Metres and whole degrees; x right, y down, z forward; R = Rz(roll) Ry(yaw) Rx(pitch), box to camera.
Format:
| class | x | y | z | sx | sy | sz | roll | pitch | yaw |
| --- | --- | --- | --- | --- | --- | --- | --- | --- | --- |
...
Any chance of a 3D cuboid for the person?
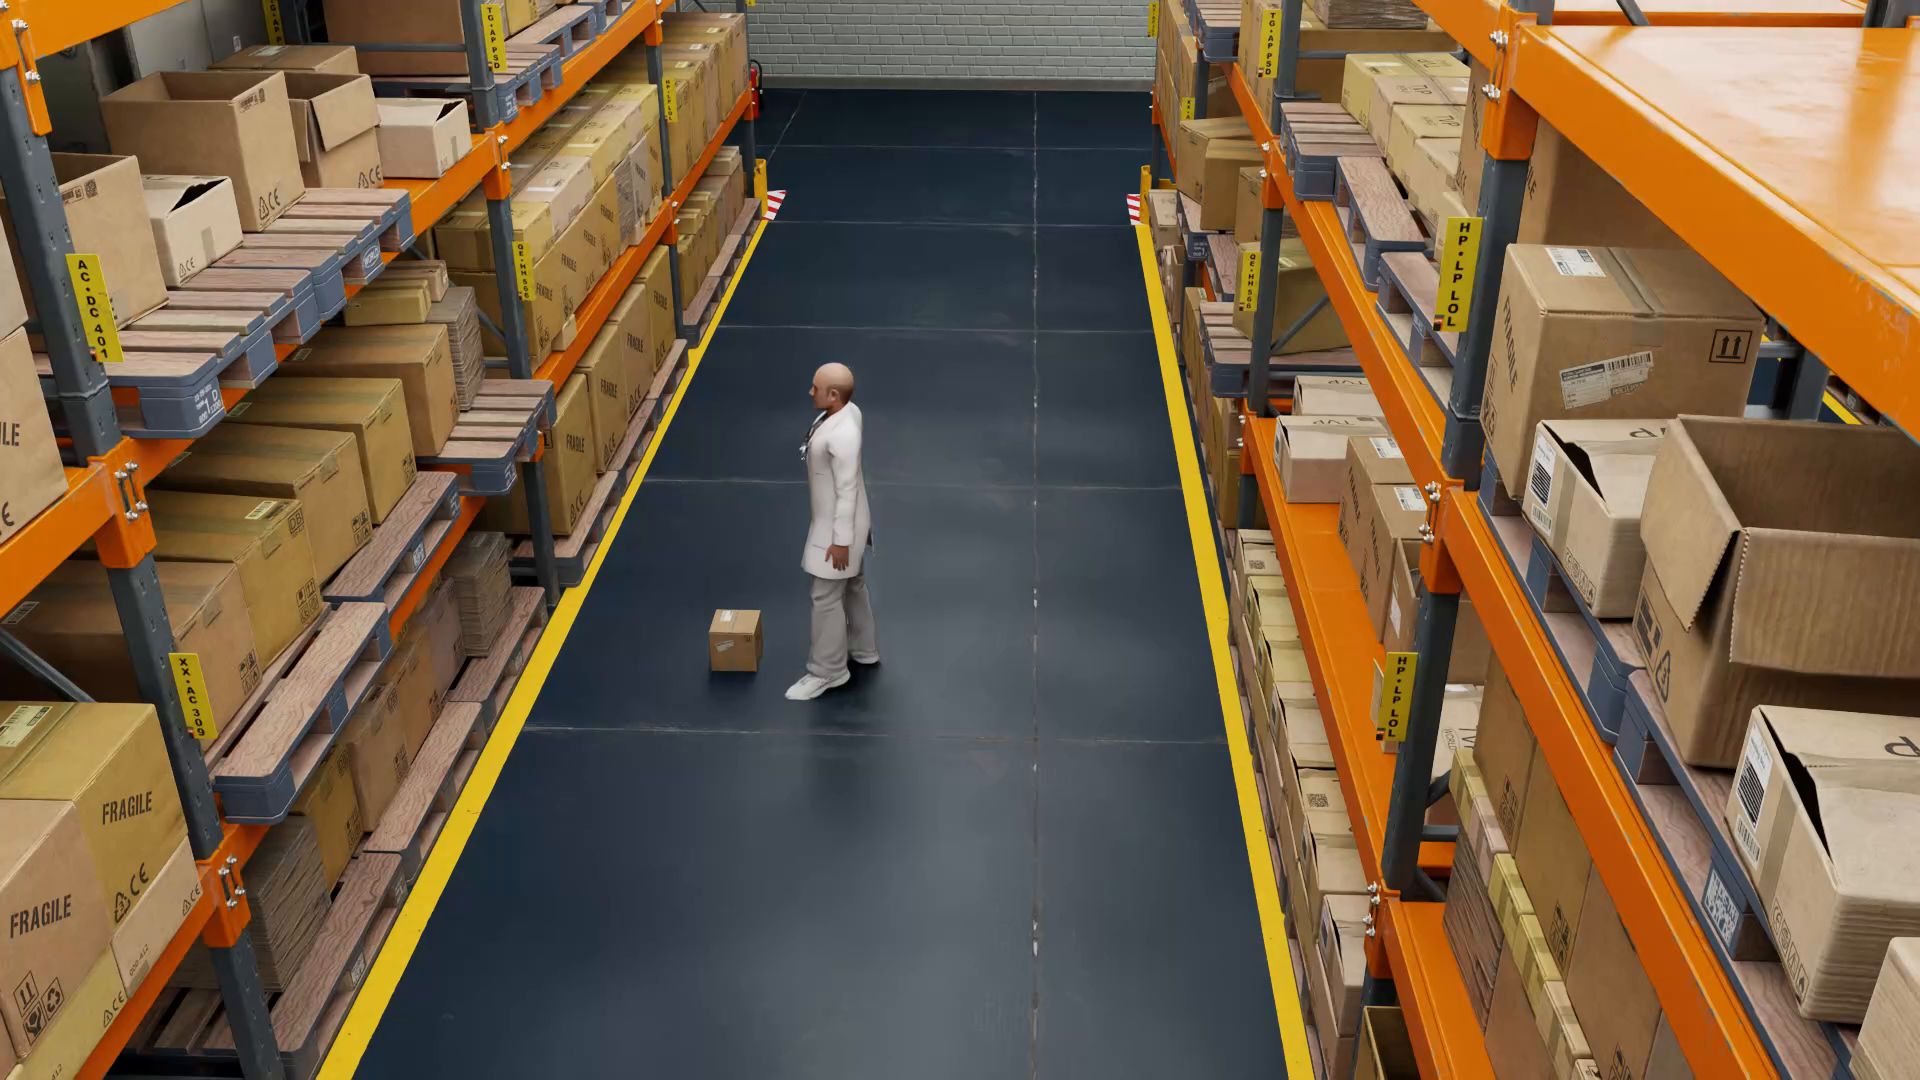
| class | x | y | z | sx | sy | sz | roll | pitch | yaw |
| --- | --- | --- | --- | --- | --- | --- | --- | --- | --- |
| person | -0.698 | -0.066 | 8.767 | 0.507 | 1.816 | 0.612 | -1 | 28 | -2 |
